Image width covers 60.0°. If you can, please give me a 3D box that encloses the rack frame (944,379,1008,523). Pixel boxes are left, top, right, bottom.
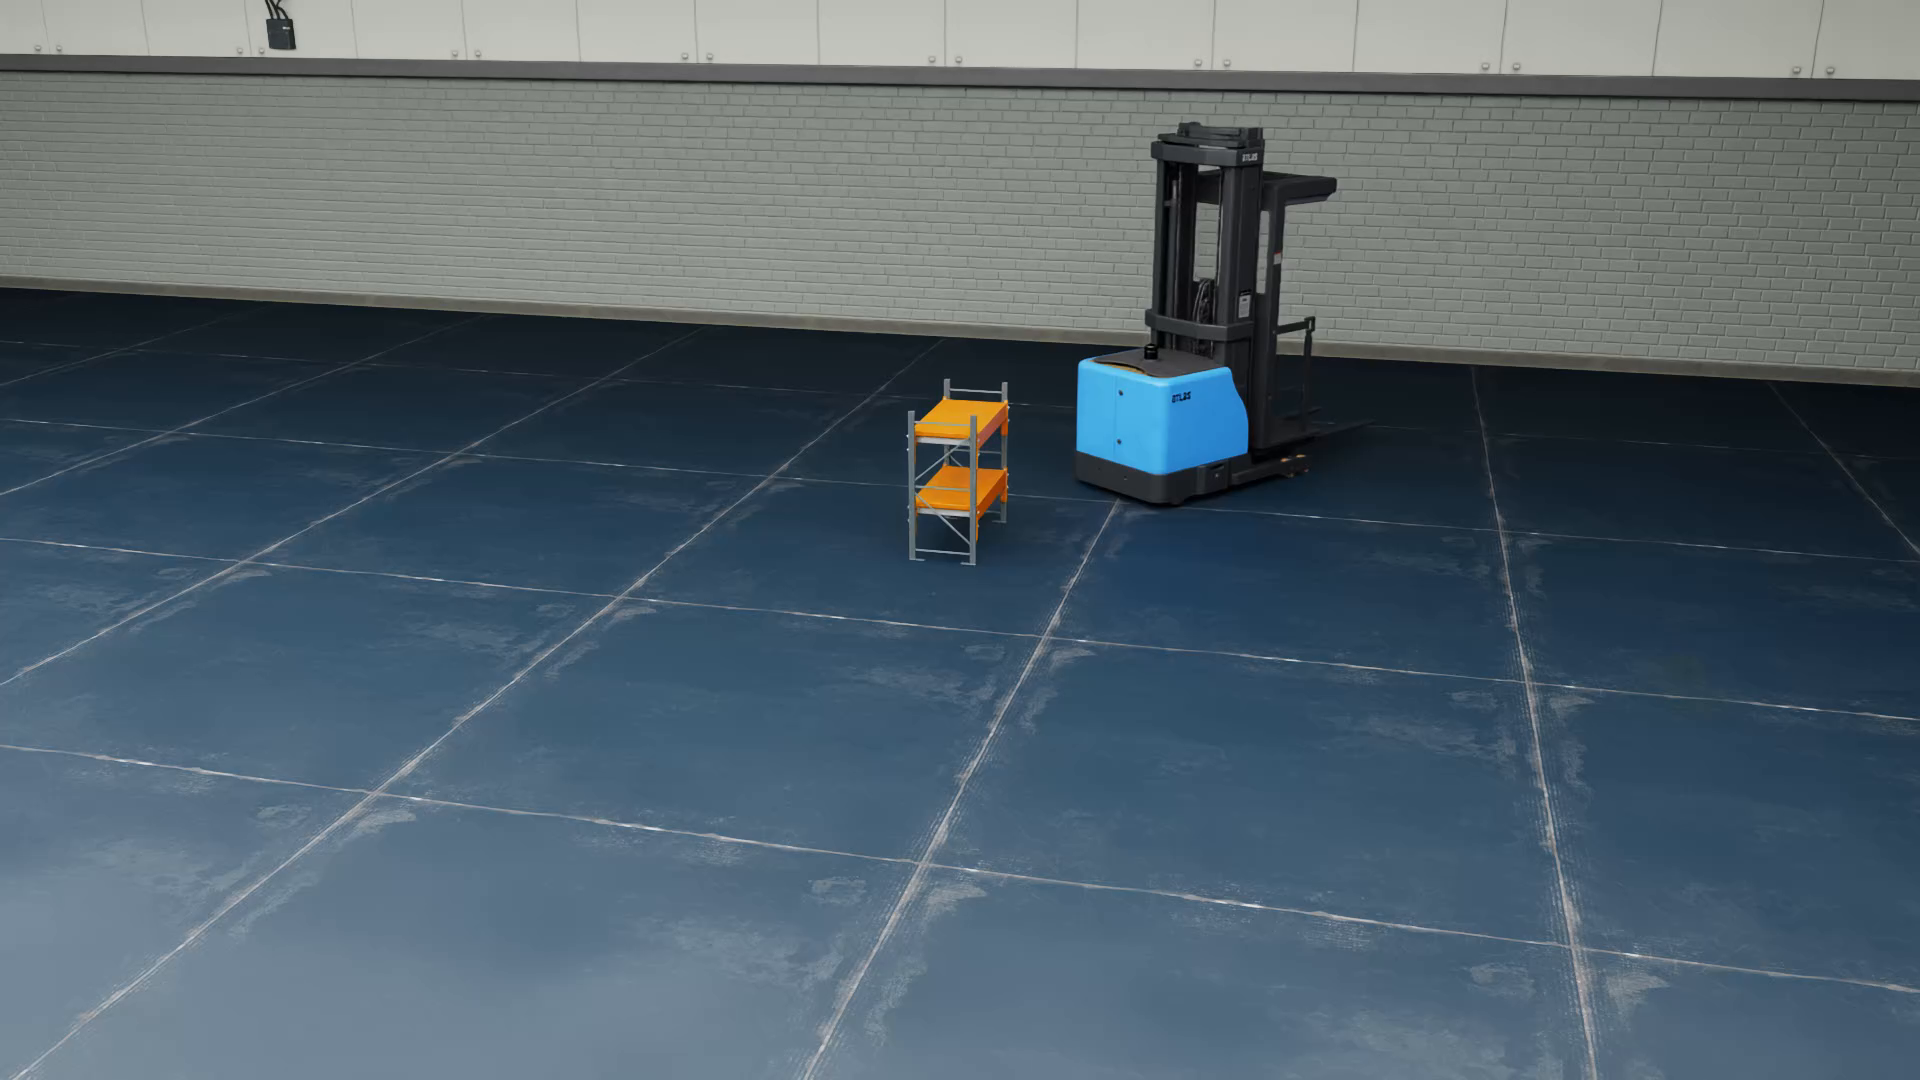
[{"bbox_3d":[0.123,-0.690,12.966,0.500,1.125,0.032,5,19,13],"label":"rack frame"}]

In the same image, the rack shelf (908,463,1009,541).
[{"bbox_3d":[-0.002,-0.299,12.579,0.538,0.278,1.000,5,19,13],"label":"rack shelf"}]

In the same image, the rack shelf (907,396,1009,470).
[{"bbox_3d":[-0.002,-0.807,12.405,0.538,0.278,1.000,5,19,13],"label":"rack shelf"}]

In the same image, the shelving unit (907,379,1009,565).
[{"bbox_3d":[-0.002,-0.530,12.500,0.538,1.125,1.048,5,19,13],"label":"shelving unit"}]

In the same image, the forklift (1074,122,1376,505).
[{"bbox_3d":[2.419,-2.038,14.119,3.031,2.935,1.130,-15,24,-37],"label":"forklift"}]

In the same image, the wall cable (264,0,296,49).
[{"bbox_3d":[-7.453,-8.863,19.453,2.305,6.003,0.169,5,19,13],"label":"wall cable"}]

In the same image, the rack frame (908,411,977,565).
[{"bbox_3d":[-0.126,-0.371,12.033,0.500,1.125,0.032,5,19,13],"label":"rack frame"}]
